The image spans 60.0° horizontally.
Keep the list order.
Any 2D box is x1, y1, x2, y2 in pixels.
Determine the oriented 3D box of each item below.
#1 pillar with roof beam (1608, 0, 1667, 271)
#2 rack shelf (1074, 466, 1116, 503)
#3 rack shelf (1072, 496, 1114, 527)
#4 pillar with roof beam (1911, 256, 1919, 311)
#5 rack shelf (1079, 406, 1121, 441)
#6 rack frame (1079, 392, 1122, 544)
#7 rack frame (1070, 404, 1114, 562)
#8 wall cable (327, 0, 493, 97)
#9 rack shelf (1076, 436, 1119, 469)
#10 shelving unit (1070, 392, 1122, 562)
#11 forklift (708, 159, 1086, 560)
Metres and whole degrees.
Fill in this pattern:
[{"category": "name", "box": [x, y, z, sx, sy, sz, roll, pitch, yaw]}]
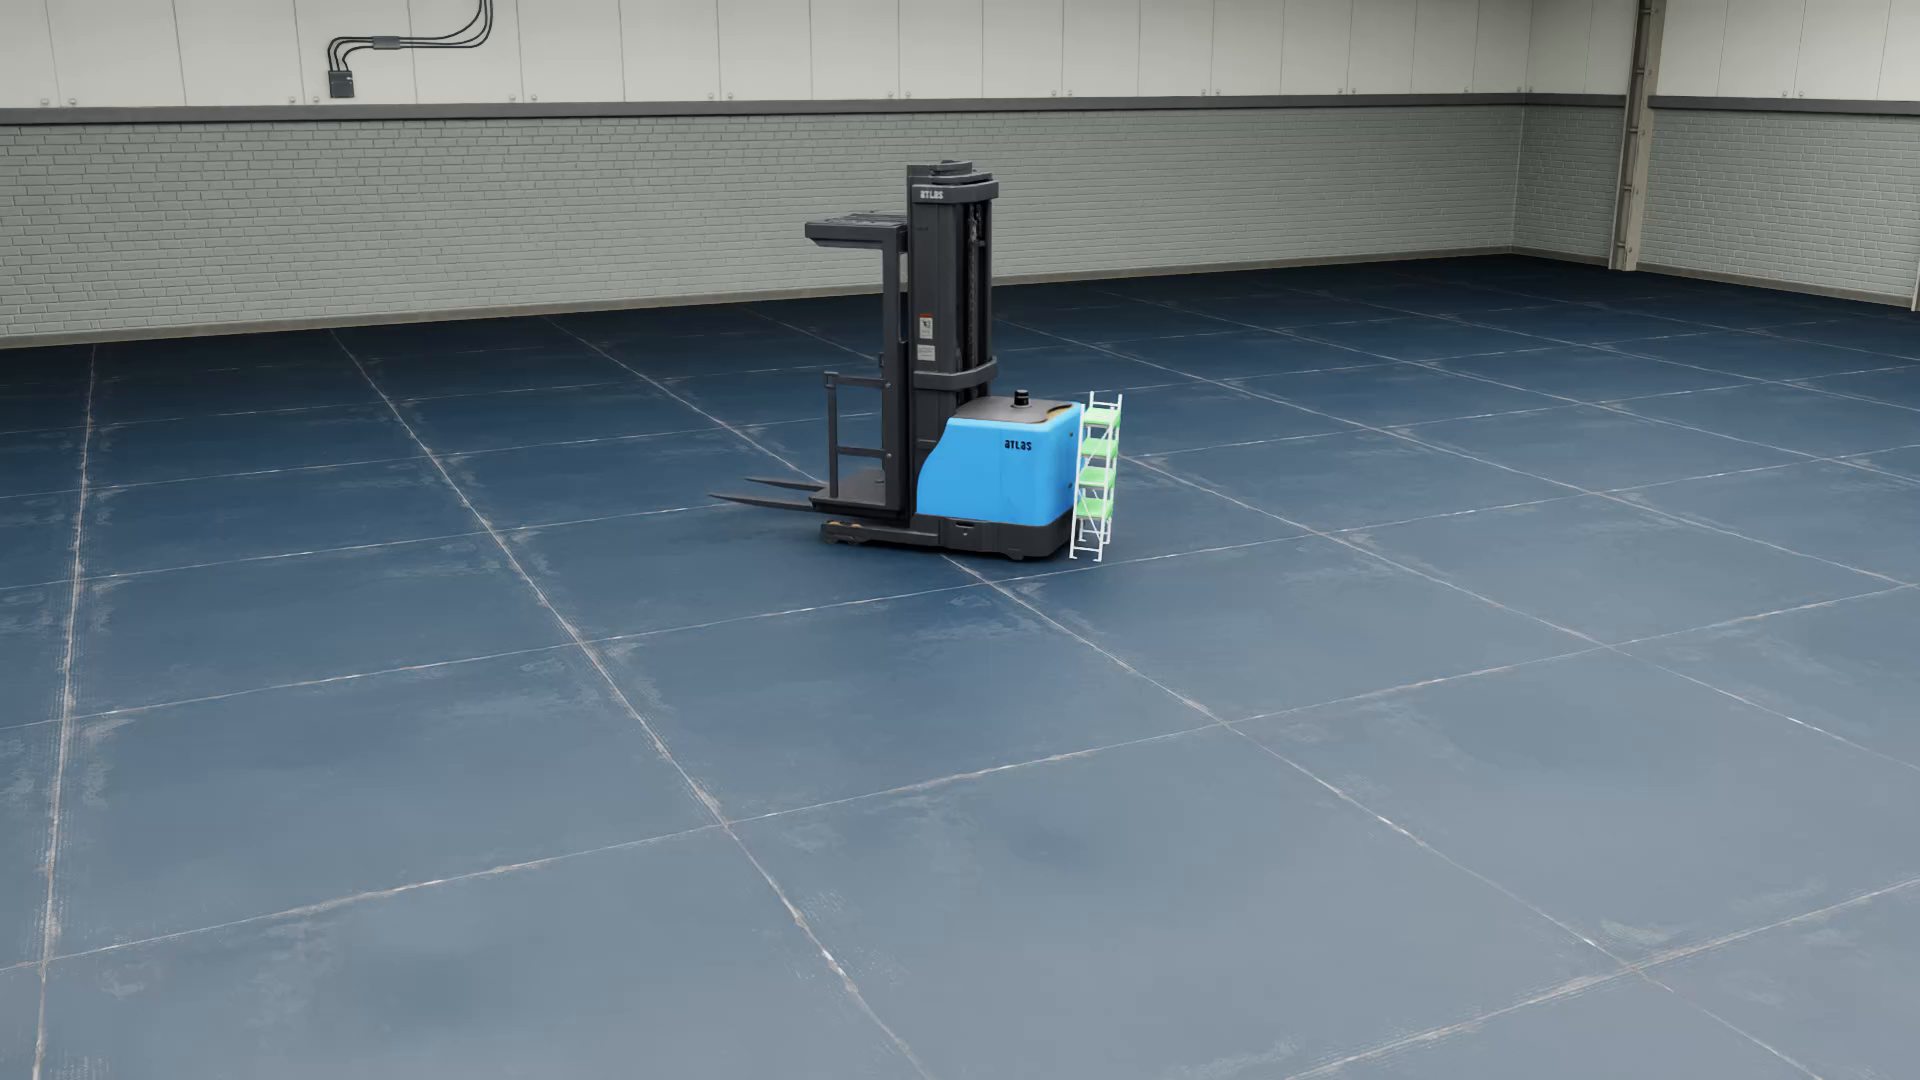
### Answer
[{"category": "pillar with roof beam", "box": [8.322, -8.786, 27.553, 9.100, 9.000, 0.400, -8, 18, -25]}, {"category": "rack shelf", "box": [1.039, -0.429, 12.777, 0.258, 0.148, 0.480, 7, 17, 11]}, {"category": "rack shelf", "box": [1.026, -0.200, 12.846, 0.258, 0.148, 0.480, 7, 17, 11]}, {"category": "pillar with roof beam", "box": [10.951, -7.298, 22.369, 9.100, 9.000, 0.400, -8, 18, -25]}, {"category": "rack shelf", "box": [1.066, -0.888, 12.640, 0.258, 0.148, 0.480, 7, 17, 11]}, {"category": "rack frame", "box": [1.095, -0.556, 12.988, 0.240, 1.200, 0.015, 7, 17, 11]}, {"category": "rack frame", "box": [0.991, -0.425, 12.530, 0.240, 1.200, 0.015, 7, 17, 11]}, {"category": "wall cable", "box": [-7.685, -9.168, 22.719, 2.305, 6.003, 0.169, -8, 18, -25]}, {"category": "rack shelf", "box": [1.053, -0.659, 12.708, 0.258, 0.148, 0.480, 7, 17, 11]}, {"category": "shelving unit", "box": [1.043, -0.490, 12.759, 0.258, 1.200, 0.503, 7, 17, 11]}, {"category": "forklift", "box": [-0.558, -1.496, 13.149, 3.031, 2.935, 1.130, 6, 17, 21]}]
